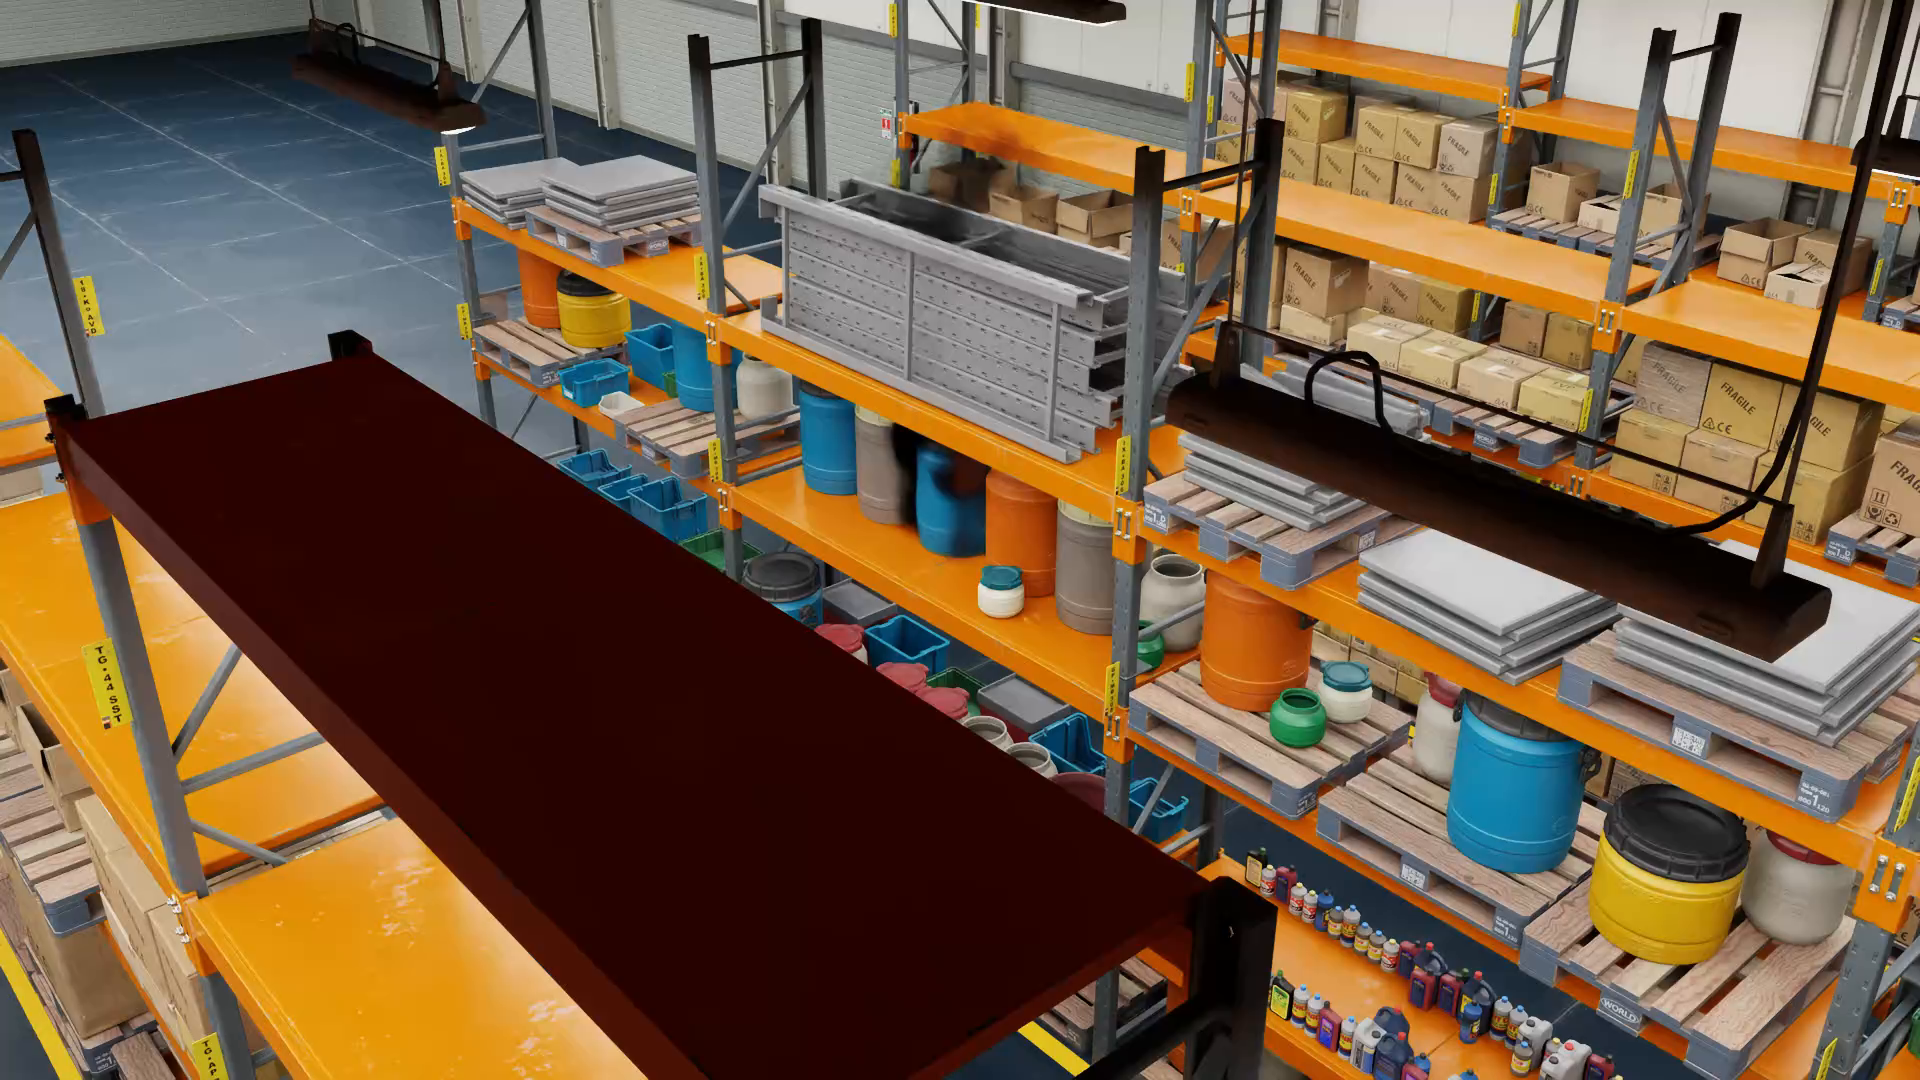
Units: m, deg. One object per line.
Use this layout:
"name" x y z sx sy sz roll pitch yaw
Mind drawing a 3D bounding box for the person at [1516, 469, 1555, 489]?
"person" 5.668 -0.382 16.407 0.840 1.789 0.727 20 33 34
